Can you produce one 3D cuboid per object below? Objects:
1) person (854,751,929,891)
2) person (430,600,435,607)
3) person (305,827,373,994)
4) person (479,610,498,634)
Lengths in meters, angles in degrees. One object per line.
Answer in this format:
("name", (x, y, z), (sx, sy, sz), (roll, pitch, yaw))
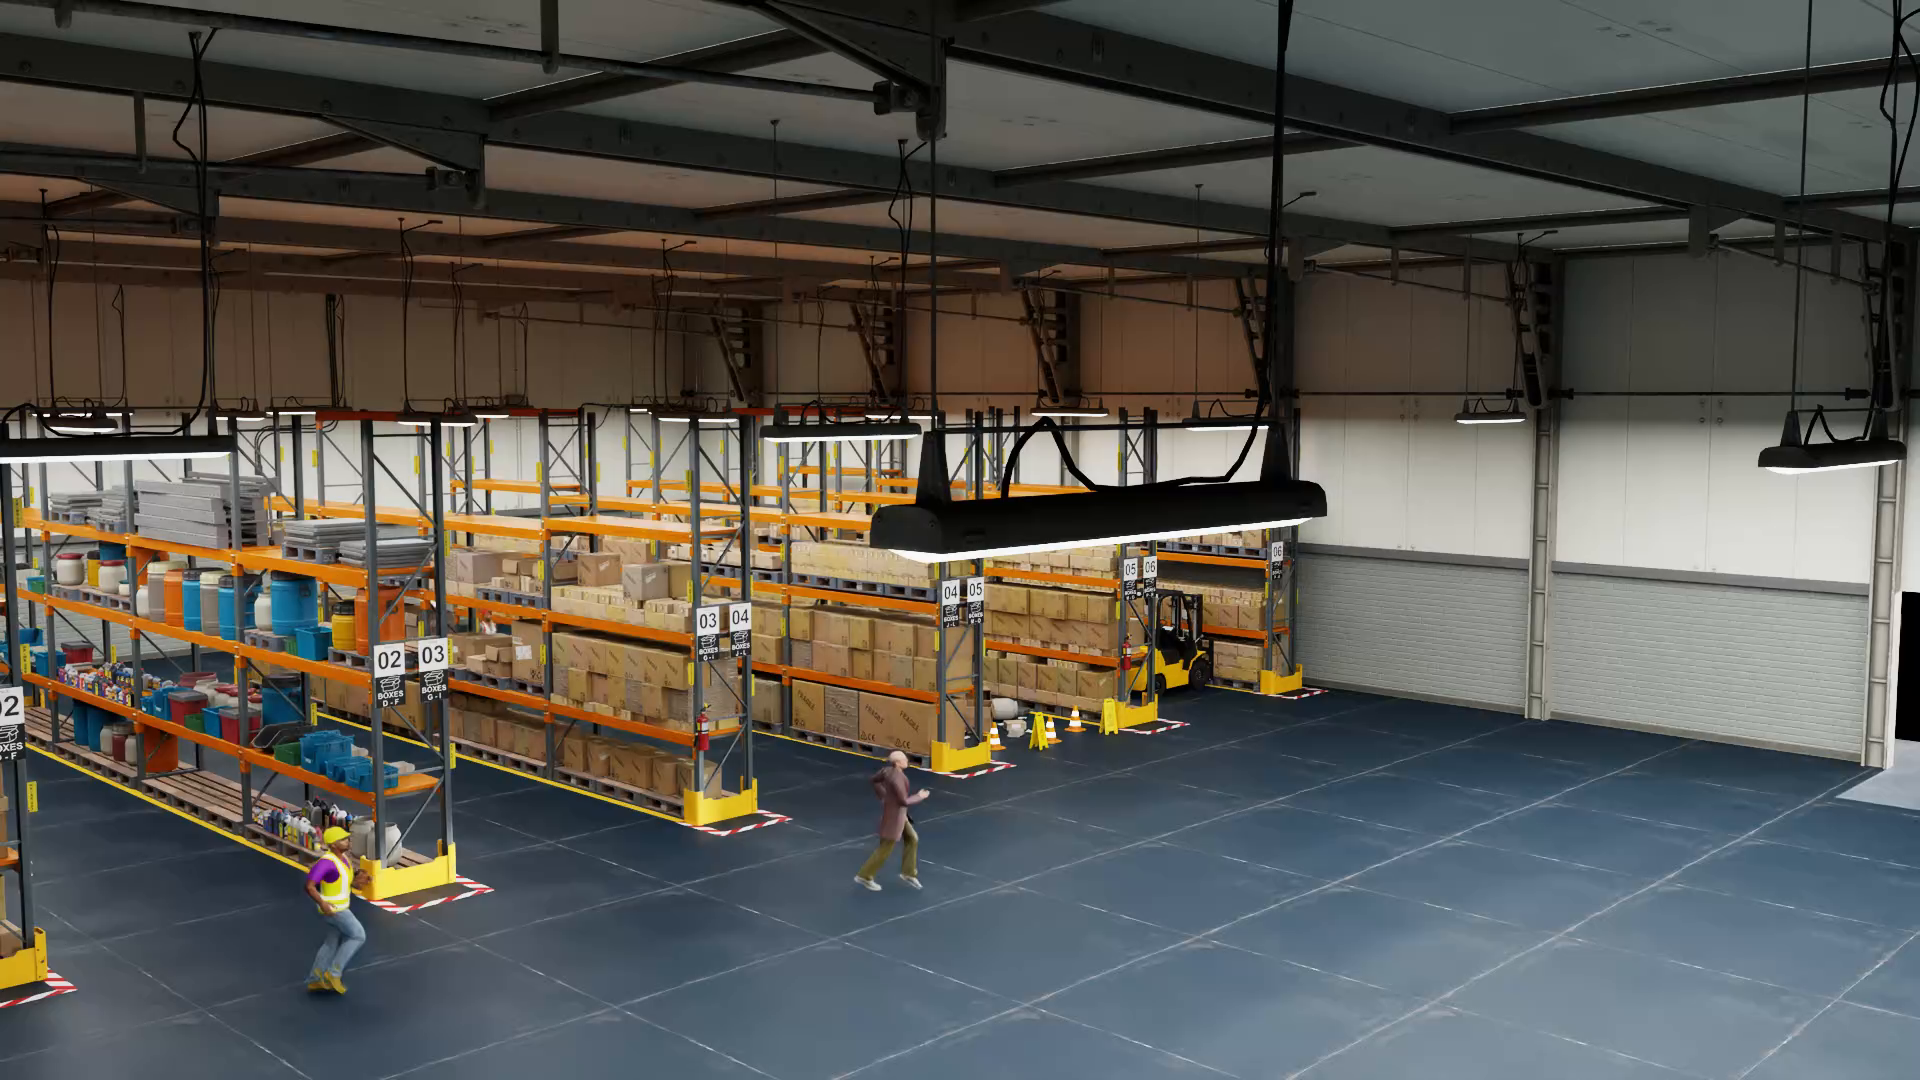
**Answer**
("person", (-0.882, 3.579, 21.109), (0.987, 1.835, 0.731), (-1, 5, -11))
("person", (-12.773, 1.979, 39.830), (0.660, 1.655, 0.682), (-5, 7, -43))
("person", (-6.573, 3.904, 17.614), (0.684, 1.772, 0.664), (-2, 5, -18))
("person", (-10.061, 2.325, 35.431), (0.734, 1.749, 0.653), (4, 7, 41))
